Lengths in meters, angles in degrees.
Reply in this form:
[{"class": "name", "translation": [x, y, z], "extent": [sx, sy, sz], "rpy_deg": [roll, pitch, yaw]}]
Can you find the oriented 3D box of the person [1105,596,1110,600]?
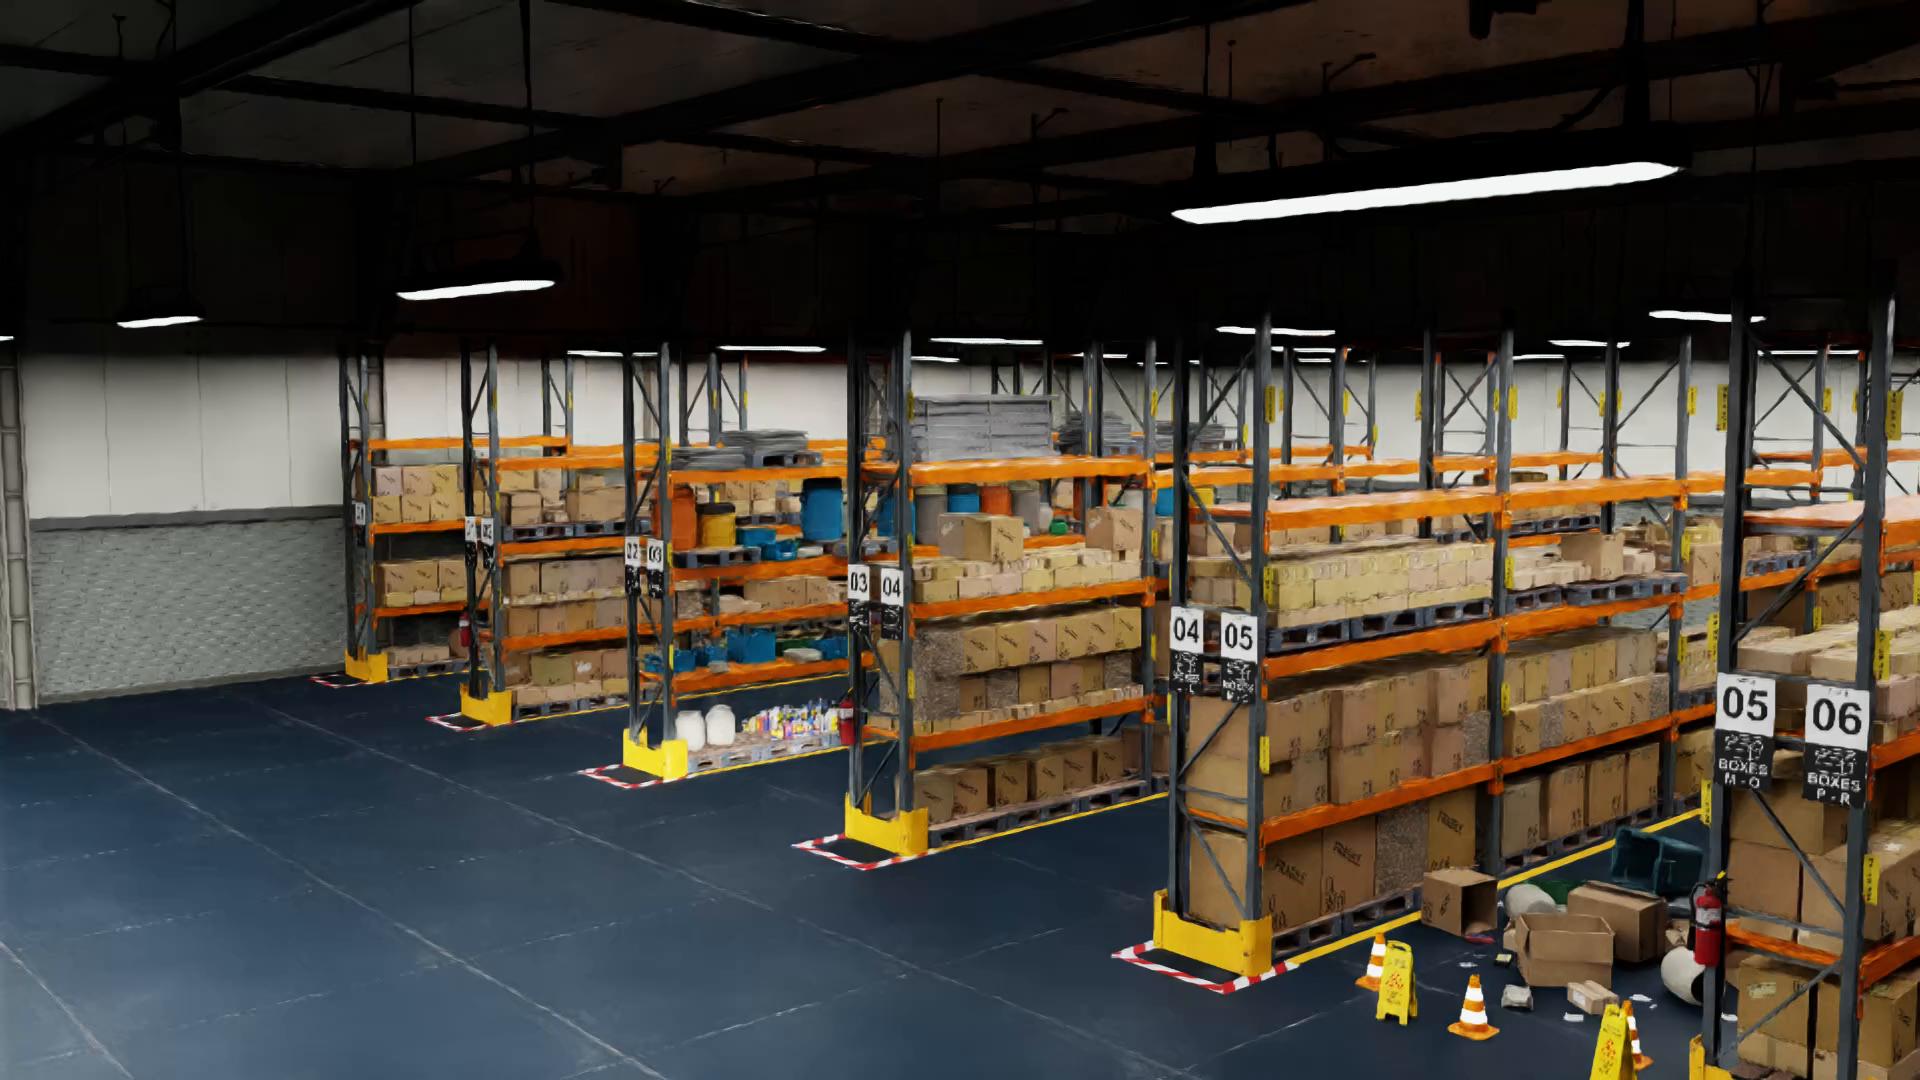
[{"class": "person", "translation": [3.325, 0.811, 38.639], "extent": [0.655, 1.792, 0.518], "rpy_deg": [-3, 6, -28]}]
